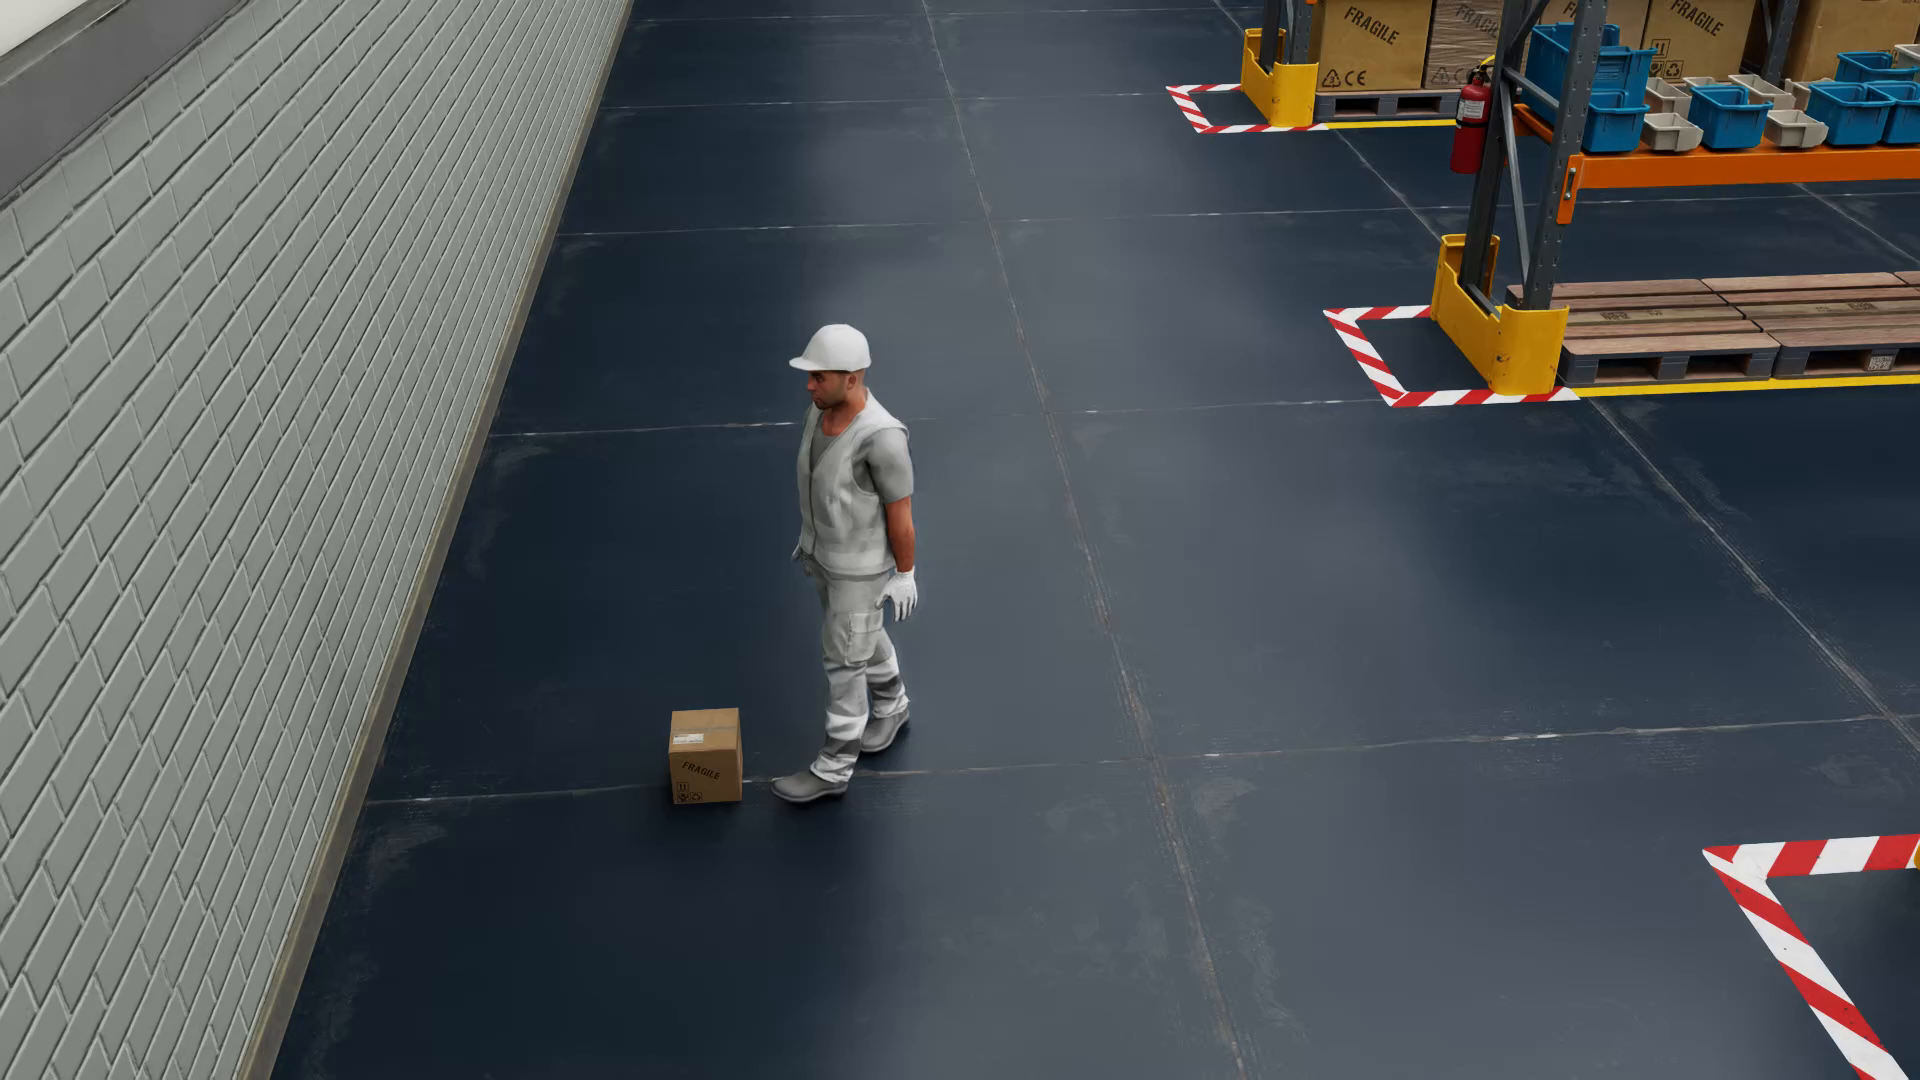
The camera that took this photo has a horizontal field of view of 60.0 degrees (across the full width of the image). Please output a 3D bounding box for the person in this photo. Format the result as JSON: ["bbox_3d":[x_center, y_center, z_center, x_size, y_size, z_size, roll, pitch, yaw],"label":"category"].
[{"bbox_3d":[-0.456,0.088,5.956,0.708,1.783,0.568,-19,36,-29],"label":"person"}]
